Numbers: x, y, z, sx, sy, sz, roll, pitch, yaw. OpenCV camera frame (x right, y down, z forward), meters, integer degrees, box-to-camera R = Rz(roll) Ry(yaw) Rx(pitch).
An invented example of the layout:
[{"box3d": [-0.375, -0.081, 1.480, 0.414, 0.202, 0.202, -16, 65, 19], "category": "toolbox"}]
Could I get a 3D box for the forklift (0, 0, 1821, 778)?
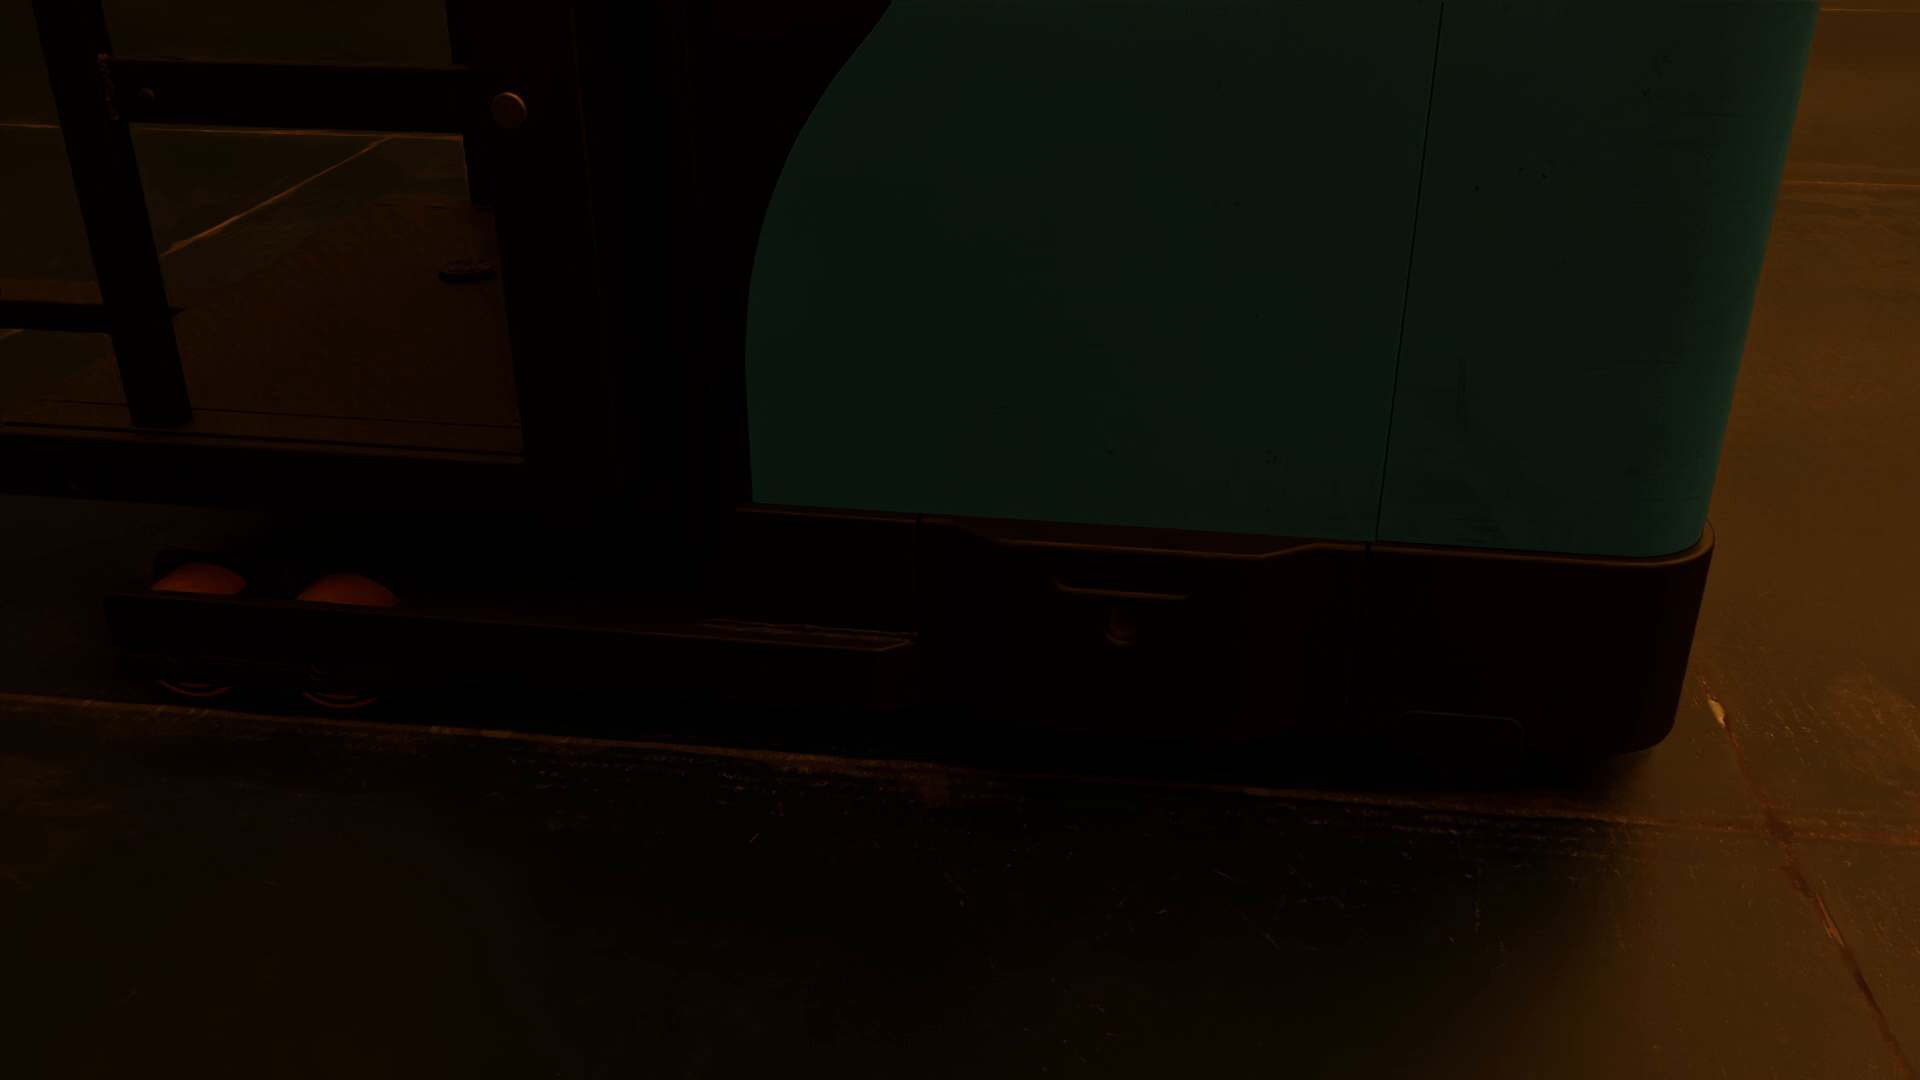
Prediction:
[{"box3d": [-0.611, -1.329, 1.881, 3.031, 2.935, 1.130, 4, 27, 7], "category": "forklift"}]
